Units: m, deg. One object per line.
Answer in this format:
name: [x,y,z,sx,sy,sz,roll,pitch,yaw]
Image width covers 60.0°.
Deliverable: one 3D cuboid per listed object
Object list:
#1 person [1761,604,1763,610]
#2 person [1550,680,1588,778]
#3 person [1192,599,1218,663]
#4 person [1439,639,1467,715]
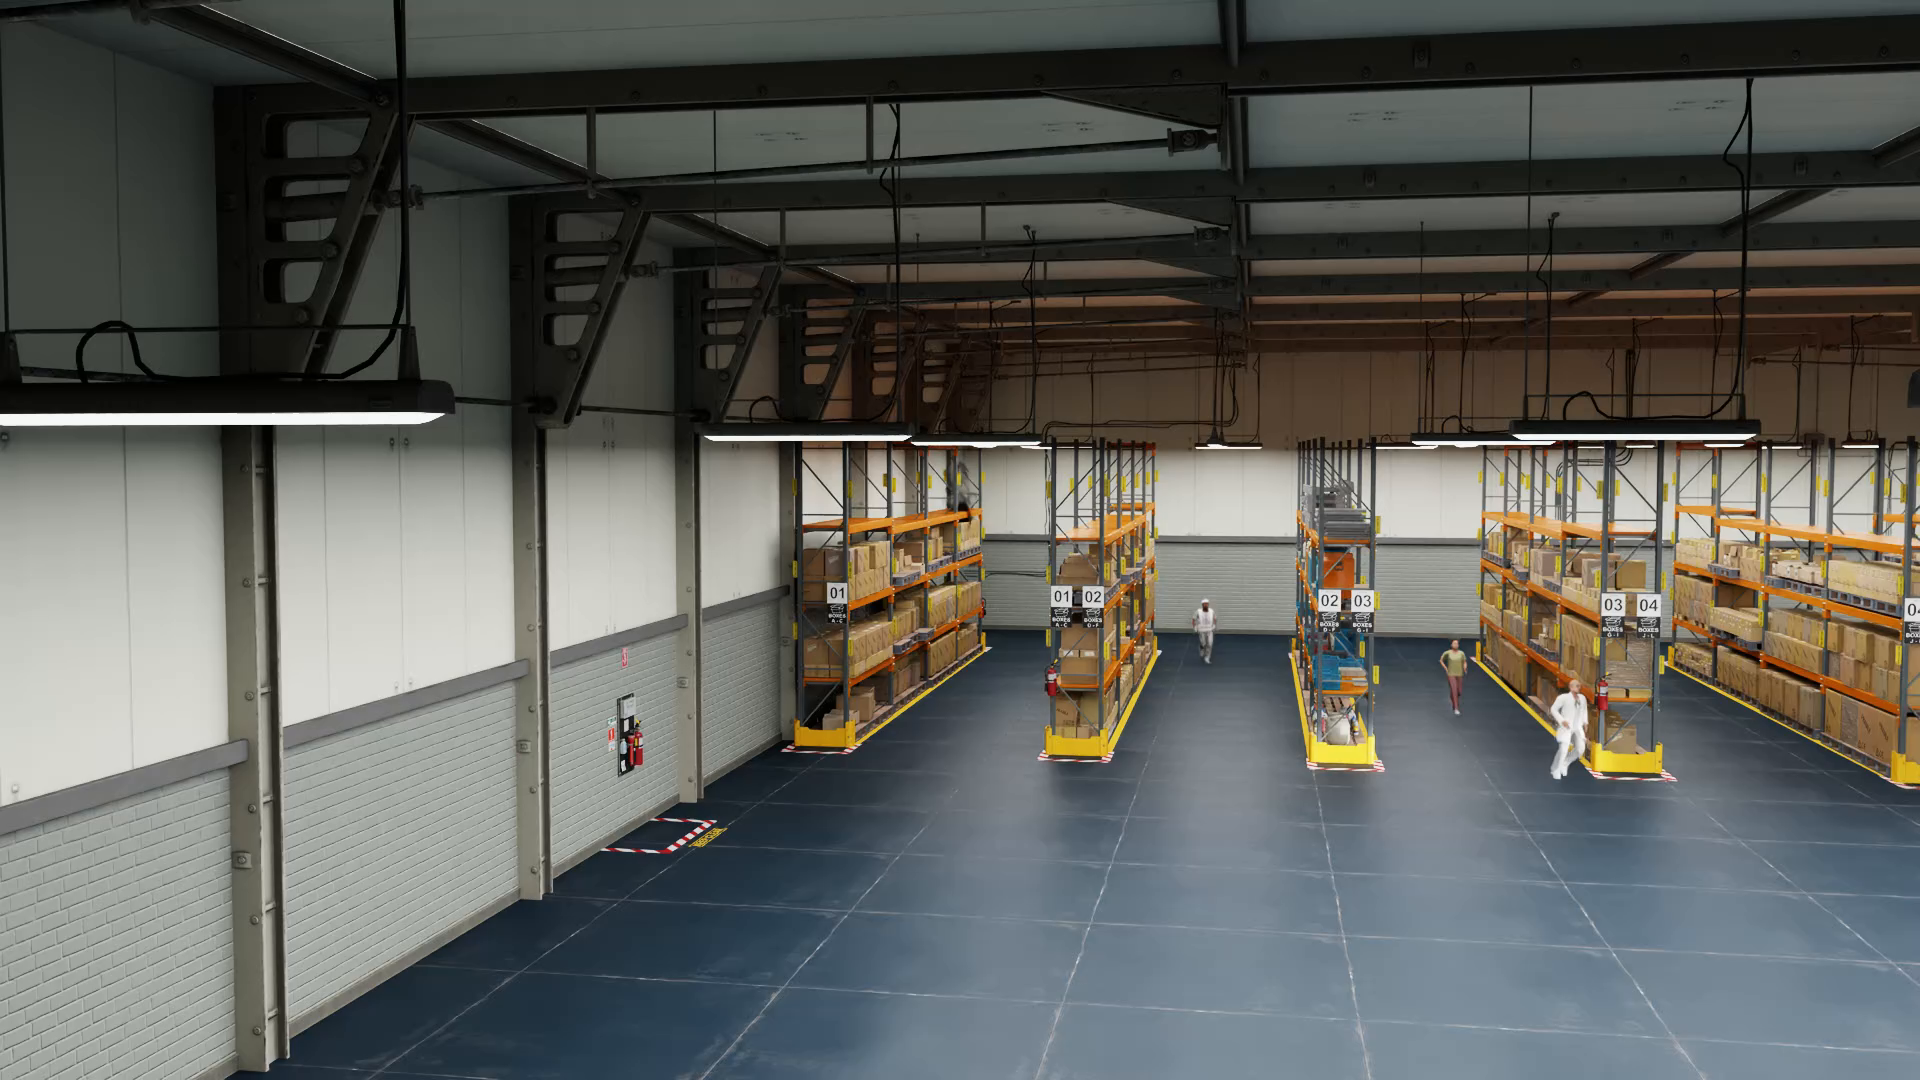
person: [21.145,2.555,43.753,0.636,1.763,0.789,0,3,-1]
person: [10.745,3.319,29.178,0.776,1.721,0.579,-1,3,-10]
person: [6.676,2.475,45.255,0.698,1.737,0.617,0,3,-3]
person: [10.846,2.981,36.529,0.580,1.649,0.747,0,3,1]
